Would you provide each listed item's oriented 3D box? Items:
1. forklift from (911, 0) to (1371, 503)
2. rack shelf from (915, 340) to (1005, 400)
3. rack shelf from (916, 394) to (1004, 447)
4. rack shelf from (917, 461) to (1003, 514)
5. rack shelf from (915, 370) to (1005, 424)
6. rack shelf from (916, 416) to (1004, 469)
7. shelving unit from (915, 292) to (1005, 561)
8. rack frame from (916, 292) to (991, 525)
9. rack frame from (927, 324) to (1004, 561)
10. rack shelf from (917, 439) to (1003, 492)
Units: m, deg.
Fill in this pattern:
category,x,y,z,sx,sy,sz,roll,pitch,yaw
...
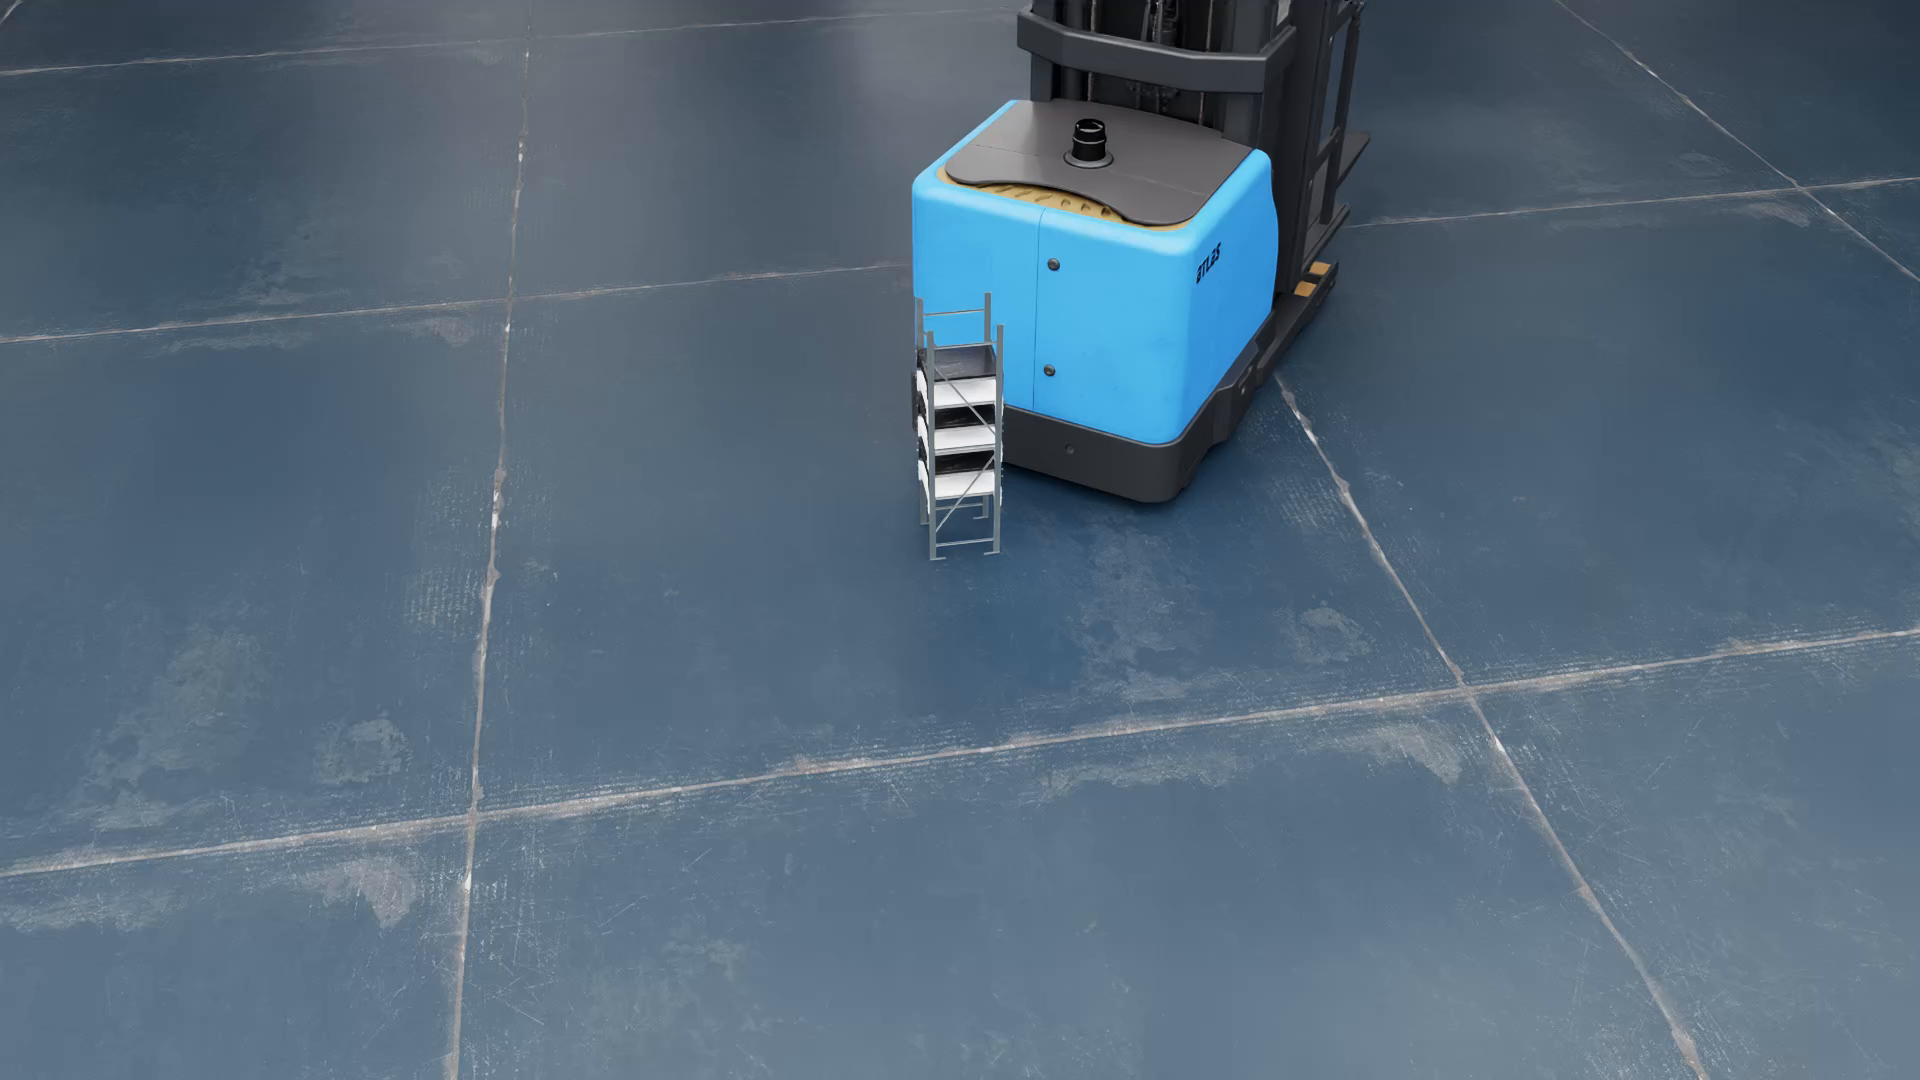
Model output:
category,x,y,z,sx,sy,sz,roll,pitch,yaw
forklift,0.946,-2.179,6.165,1.130,2.935,3.031,18,41,21
rack shelf,-0.001,-0.547,5.335,0.258,0.077,0.200,-6,38,-8
rack shelf,-0.001,-0.405,5.445,0.258,0.077,0.200,-6,38,-8
rack shelf,-0.001,-0.192,5.611,0.258,0.077,0.200,-6,38,-8
rack shelf,-0.001,-0.476,5.390,0.258,0.077,0.200,-6,38,-8
rack shelf,-0.001,-0.334,5.501,0.258,0.077,0.200,-6,38,-8
shelving unit,-0.001,-0.360,5.480,0.258,0.900,0.210,-6,38,-8
rack frame,-0.019,-0.422,5.559,0.240,0.900,0.006,-6,38,-8
rack frame,0.016,-0.299,5.401,0.240,0.900,0.006,-6,38,-8
rack shelf,-0.001,-0.263,5.556,0.258,0.077,0.200,-6,38,-8
